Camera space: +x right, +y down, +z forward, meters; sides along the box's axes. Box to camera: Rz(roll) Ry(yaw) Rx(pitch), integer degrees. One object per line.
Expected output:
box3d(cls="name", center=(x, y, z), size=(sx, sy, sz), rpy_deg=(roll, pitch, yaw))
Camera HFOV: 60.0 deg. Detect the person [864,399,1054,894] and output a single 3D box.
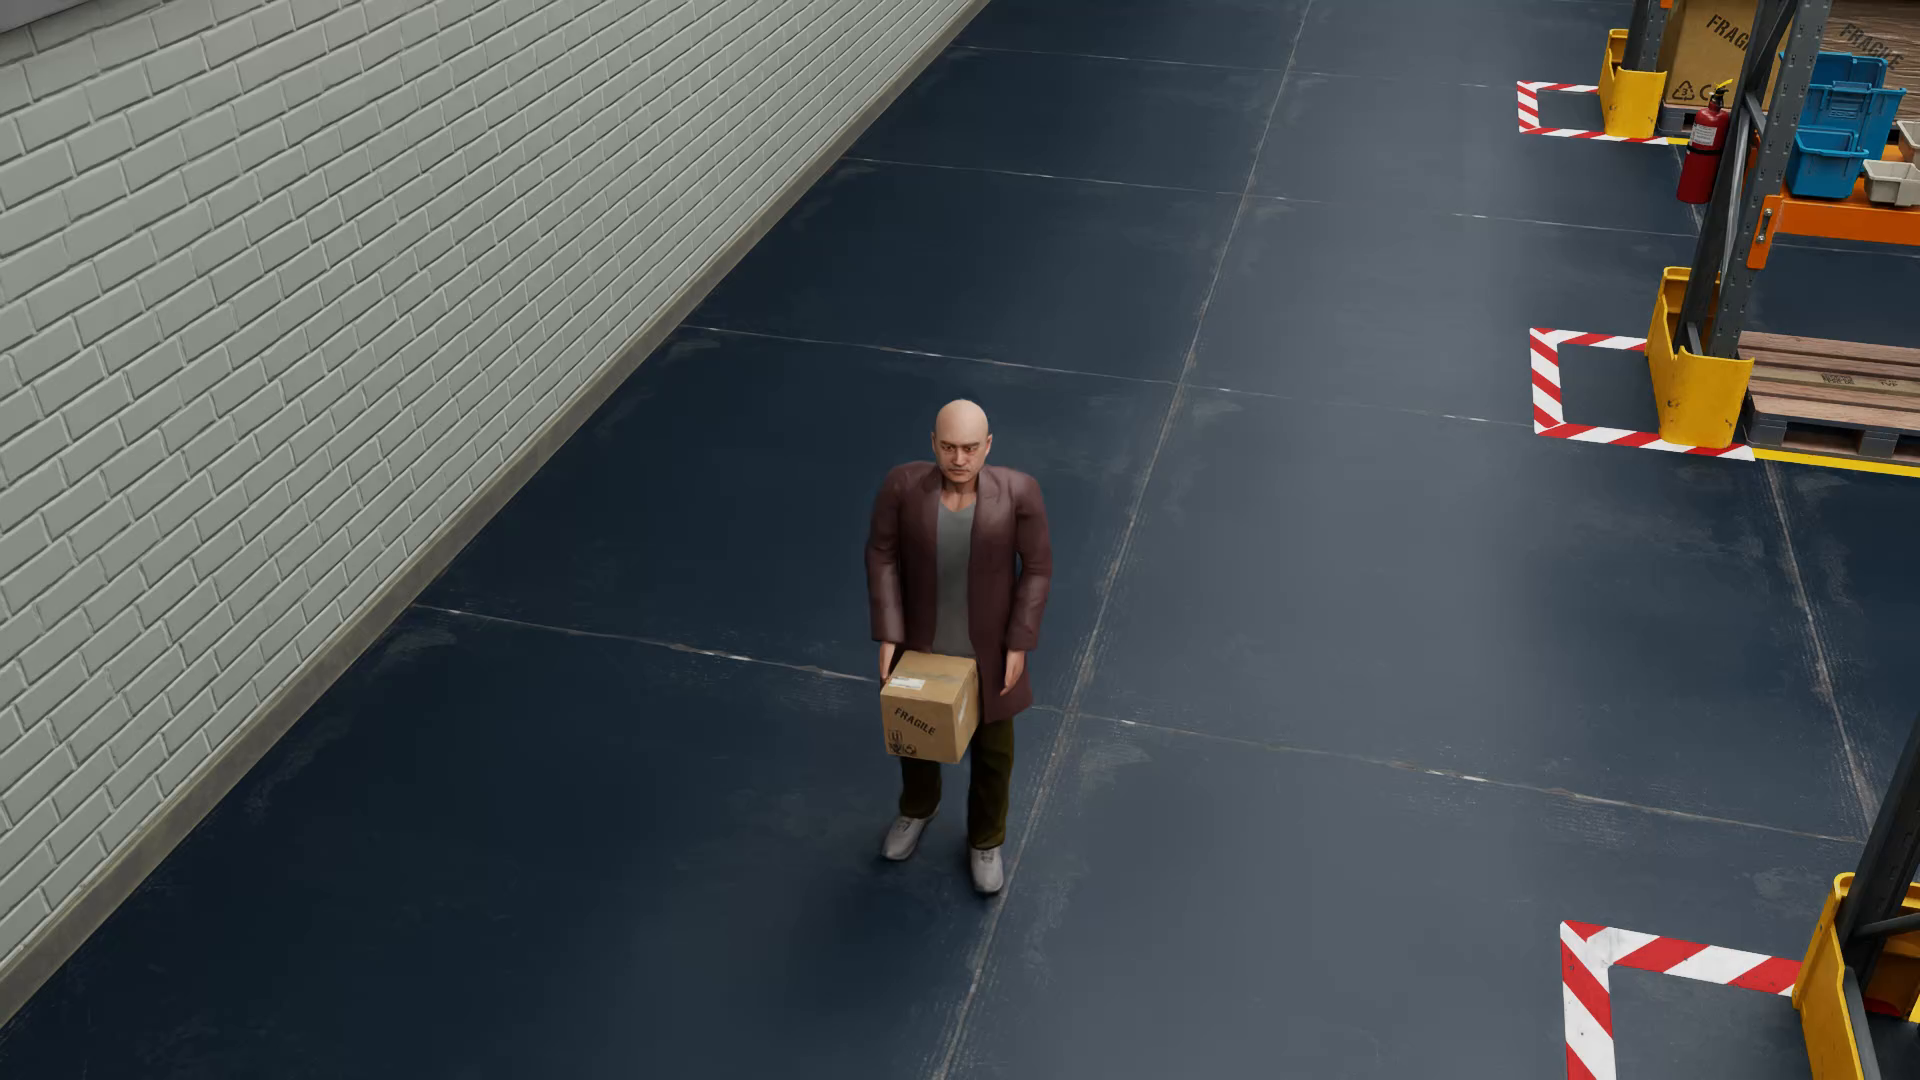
box3d(cls="person", center=(-0.019, 0.373, 5.563), size=(0.626, 1.779, 0.490), rpy_deg=(4, 33, 7))
